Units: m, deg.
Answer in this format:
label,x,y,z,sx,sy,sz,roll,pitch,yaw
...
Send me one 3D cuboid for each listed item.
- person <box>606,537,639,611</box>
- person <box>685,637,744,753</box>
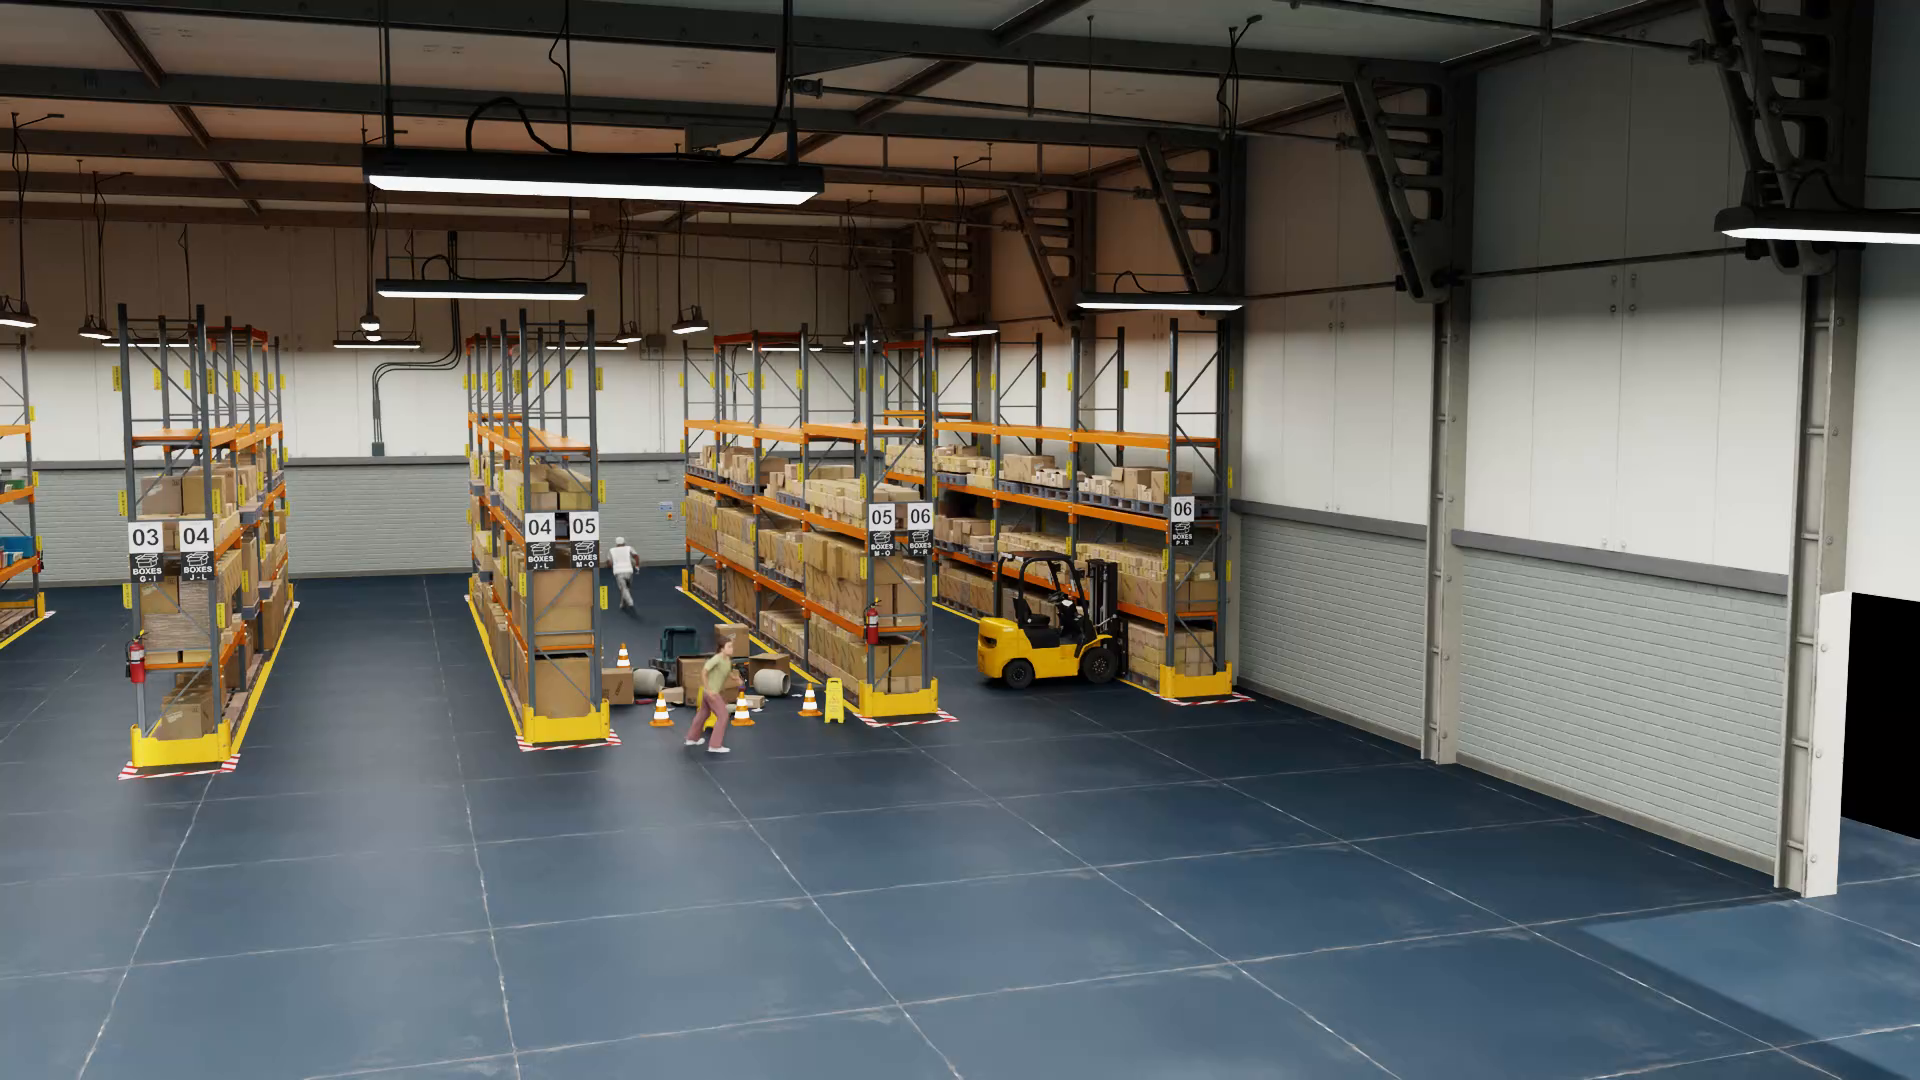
label,x,y,z,sx,sy,sz,roll,pitch,yaw
person,-7.291,0.778,36.108,0.679,1.611,1.139,-2,6,-21
person,-3.353,2.086,22.570,0.838,1.595,0.608,0,5,3
